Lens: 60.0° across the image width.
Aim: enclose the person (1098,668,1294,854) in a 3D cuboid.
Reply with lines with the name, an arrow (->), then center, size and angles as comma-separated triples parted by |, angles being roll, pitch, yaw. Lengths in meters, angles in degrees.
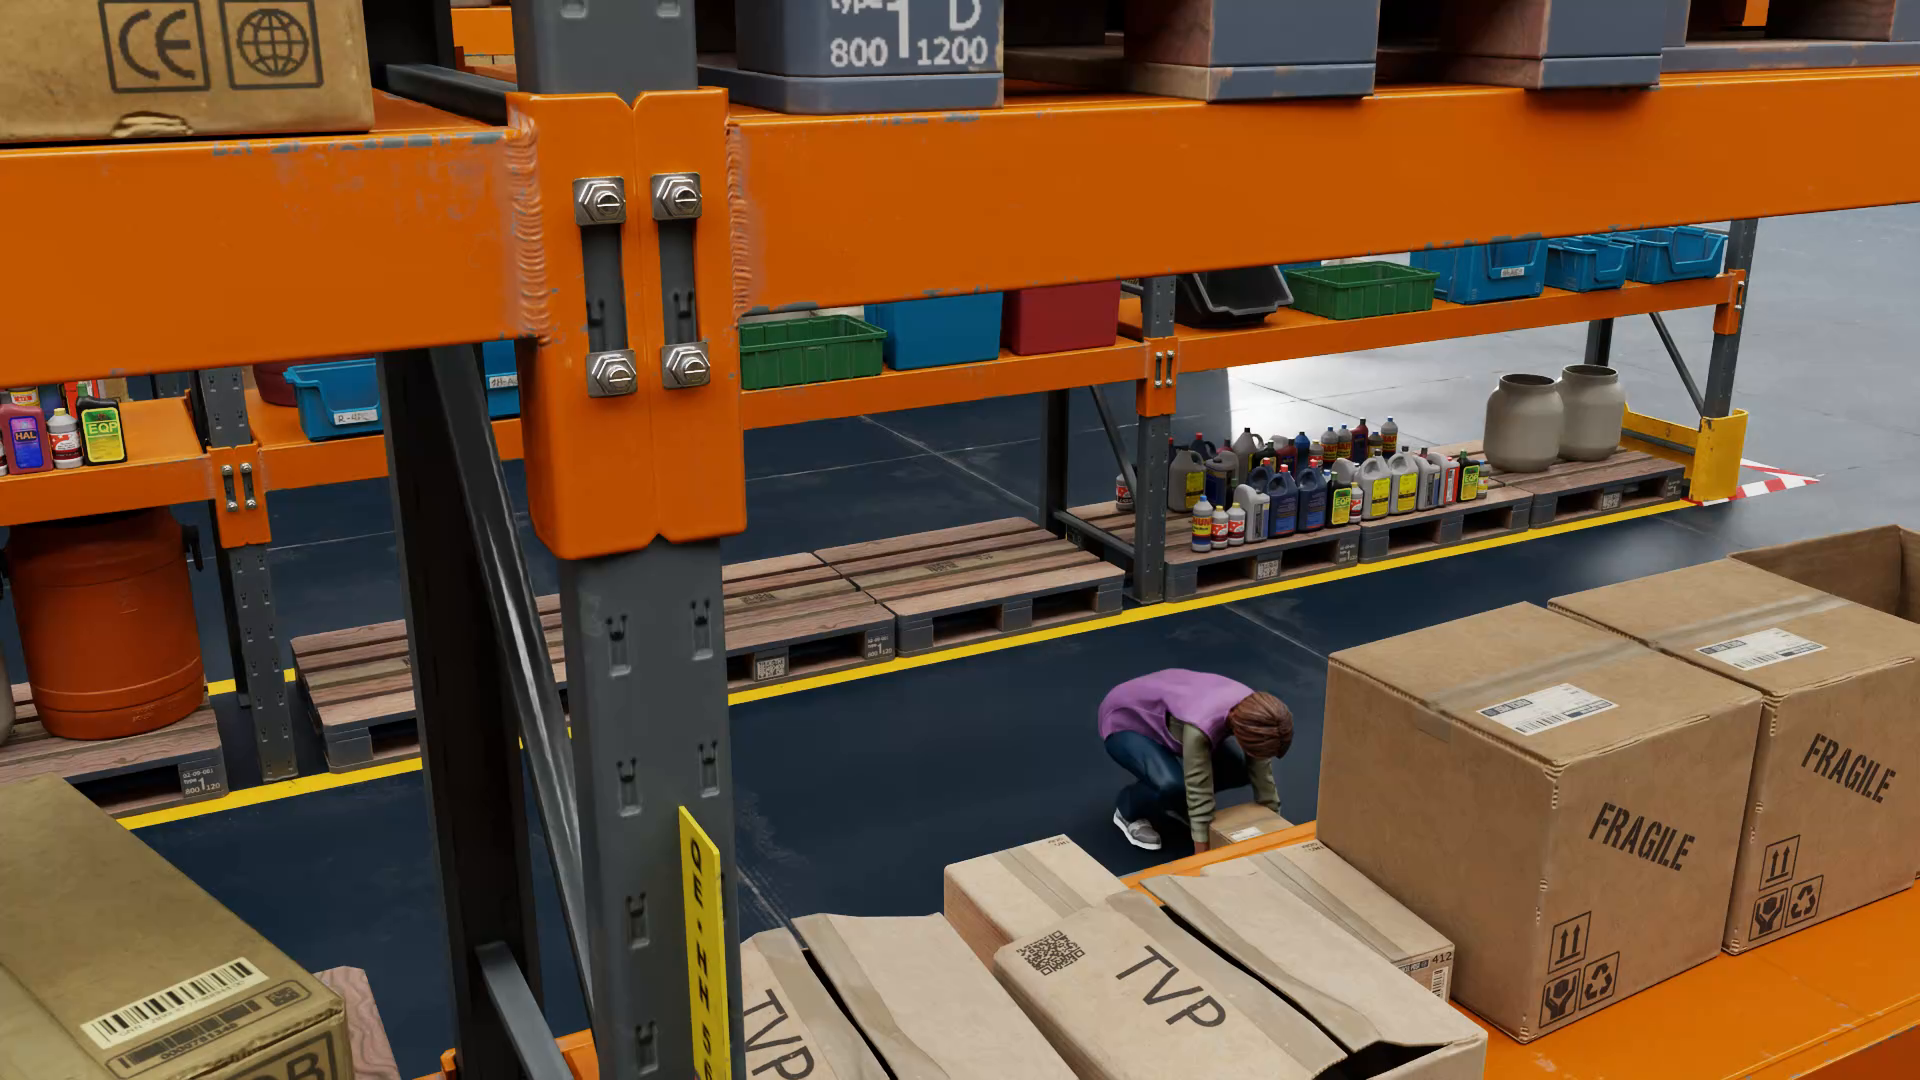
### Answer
person -> 0.811, 0.789, 5.763 | 0.432, 0.755, 0.839 | -10, 21, -27
